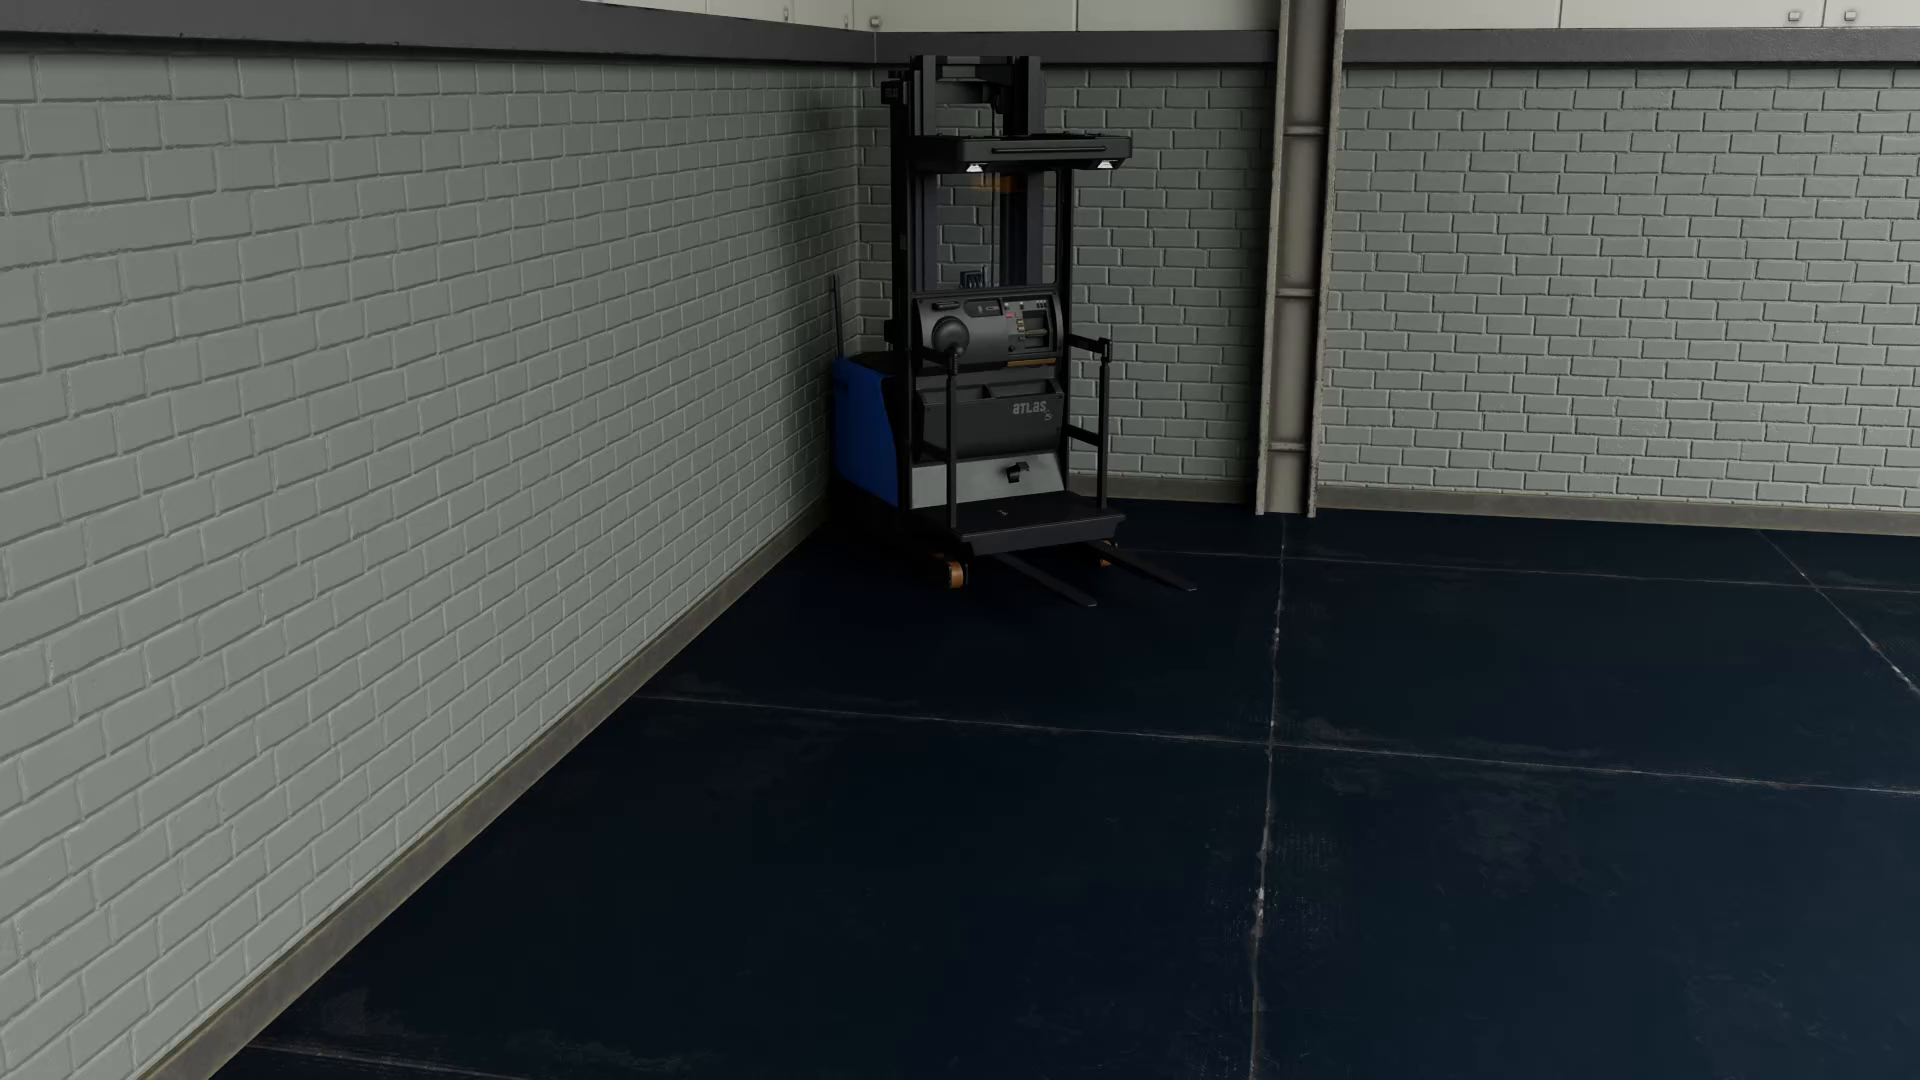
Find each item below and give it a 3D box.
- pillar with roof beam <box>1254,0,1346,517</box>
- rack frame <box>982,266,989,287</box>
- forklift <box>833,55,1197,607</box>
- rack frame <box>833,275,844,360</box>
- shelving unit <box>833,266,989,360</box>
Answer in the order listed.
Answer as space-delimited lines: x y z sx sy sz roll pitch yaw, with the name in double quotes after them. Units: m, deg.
1.336 -3.412 5.951 0.400 9.000 9.100 3 16 11 "pillar with roof beam"
0.137 -1.128 11.466 0.032 1.500 0.500 -6 11 -16 "rack frame"
0.276 -1.264 9.563 1.130 2.935 3.031 -8 17 -25 "forklift"
-0.836 -1.029 11.189 0.032 1.500 0.500 -6 11 -16 "rack frame"
-0.341 -1.080 11.330 1.083 1.500 0.587 -6 11 -16 "shelving unit"
